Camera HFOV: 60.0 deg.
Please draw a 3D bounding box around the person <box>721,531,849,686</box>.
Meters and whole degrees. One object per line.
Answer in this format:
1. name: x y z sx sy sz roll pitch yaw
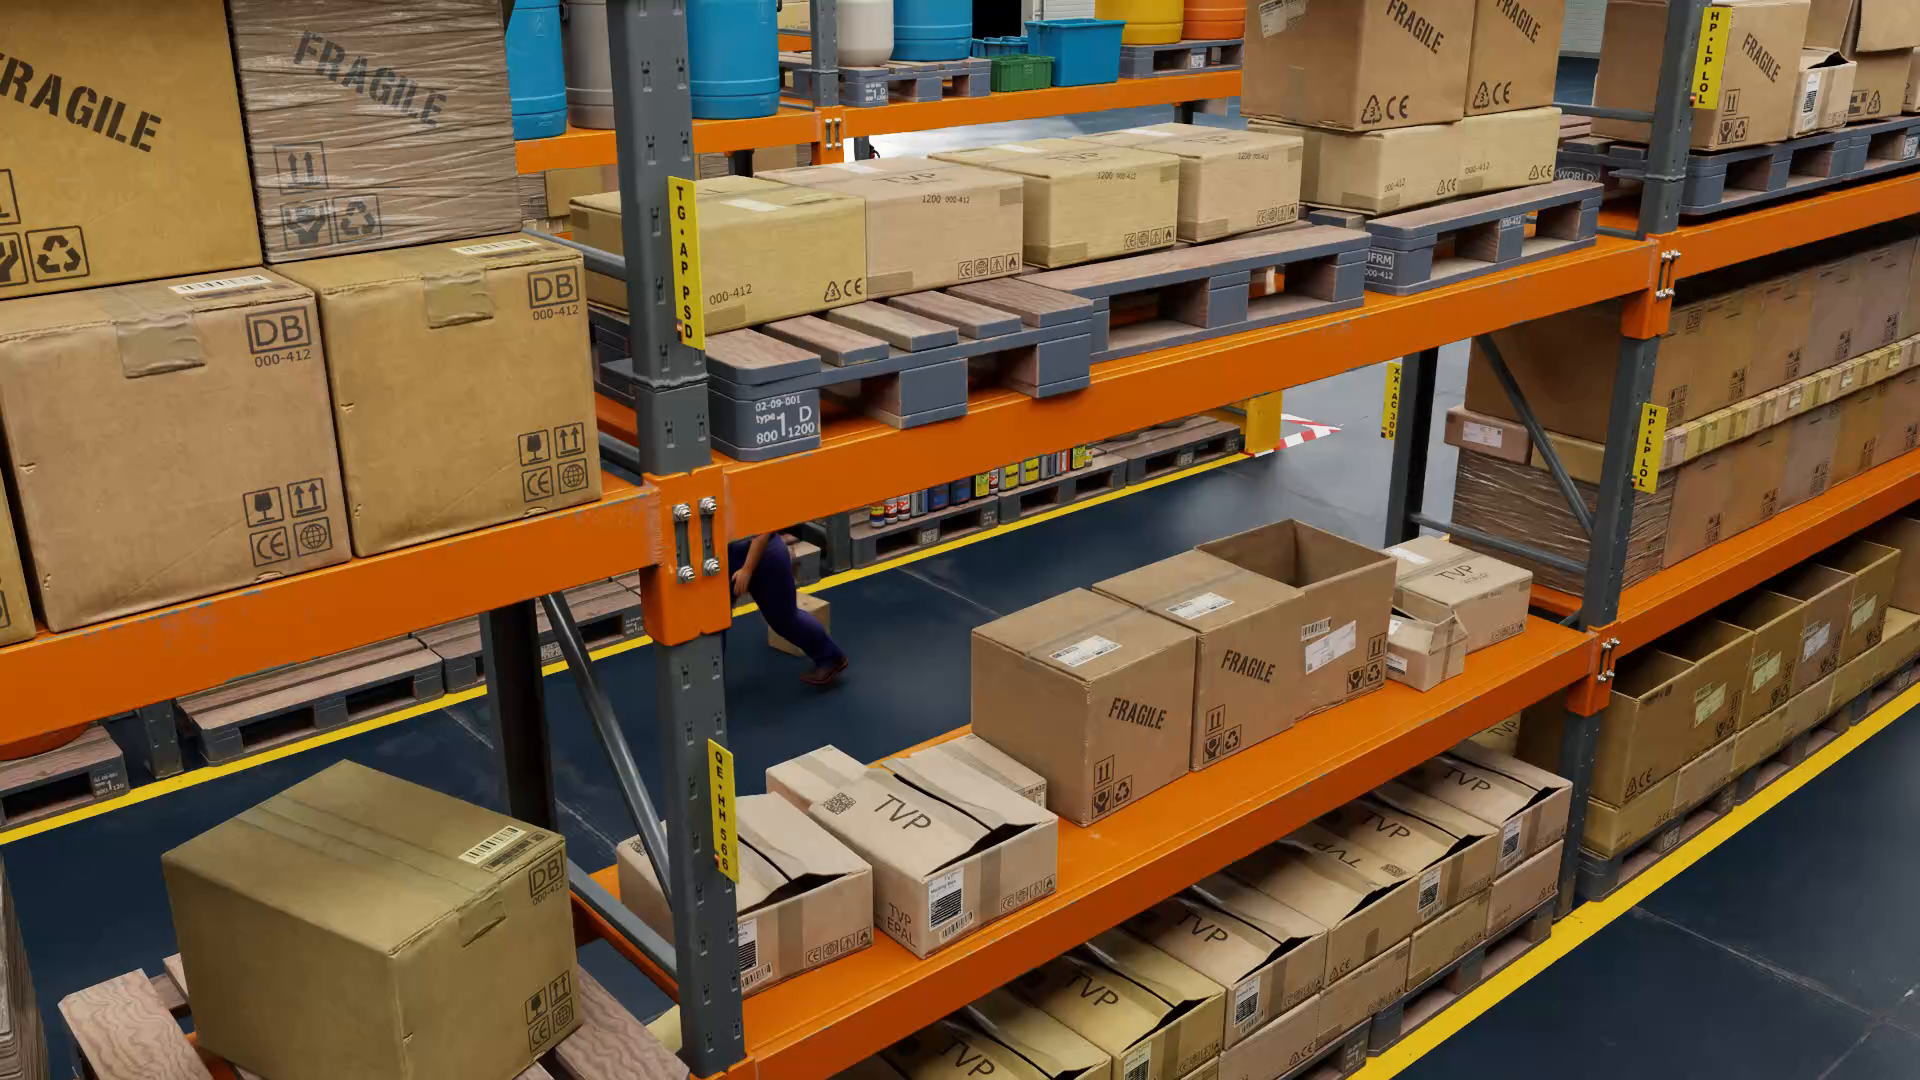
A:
1. person: -1.063 0.086 8.399 0.971 1.589 0.477 -17 27 -36
